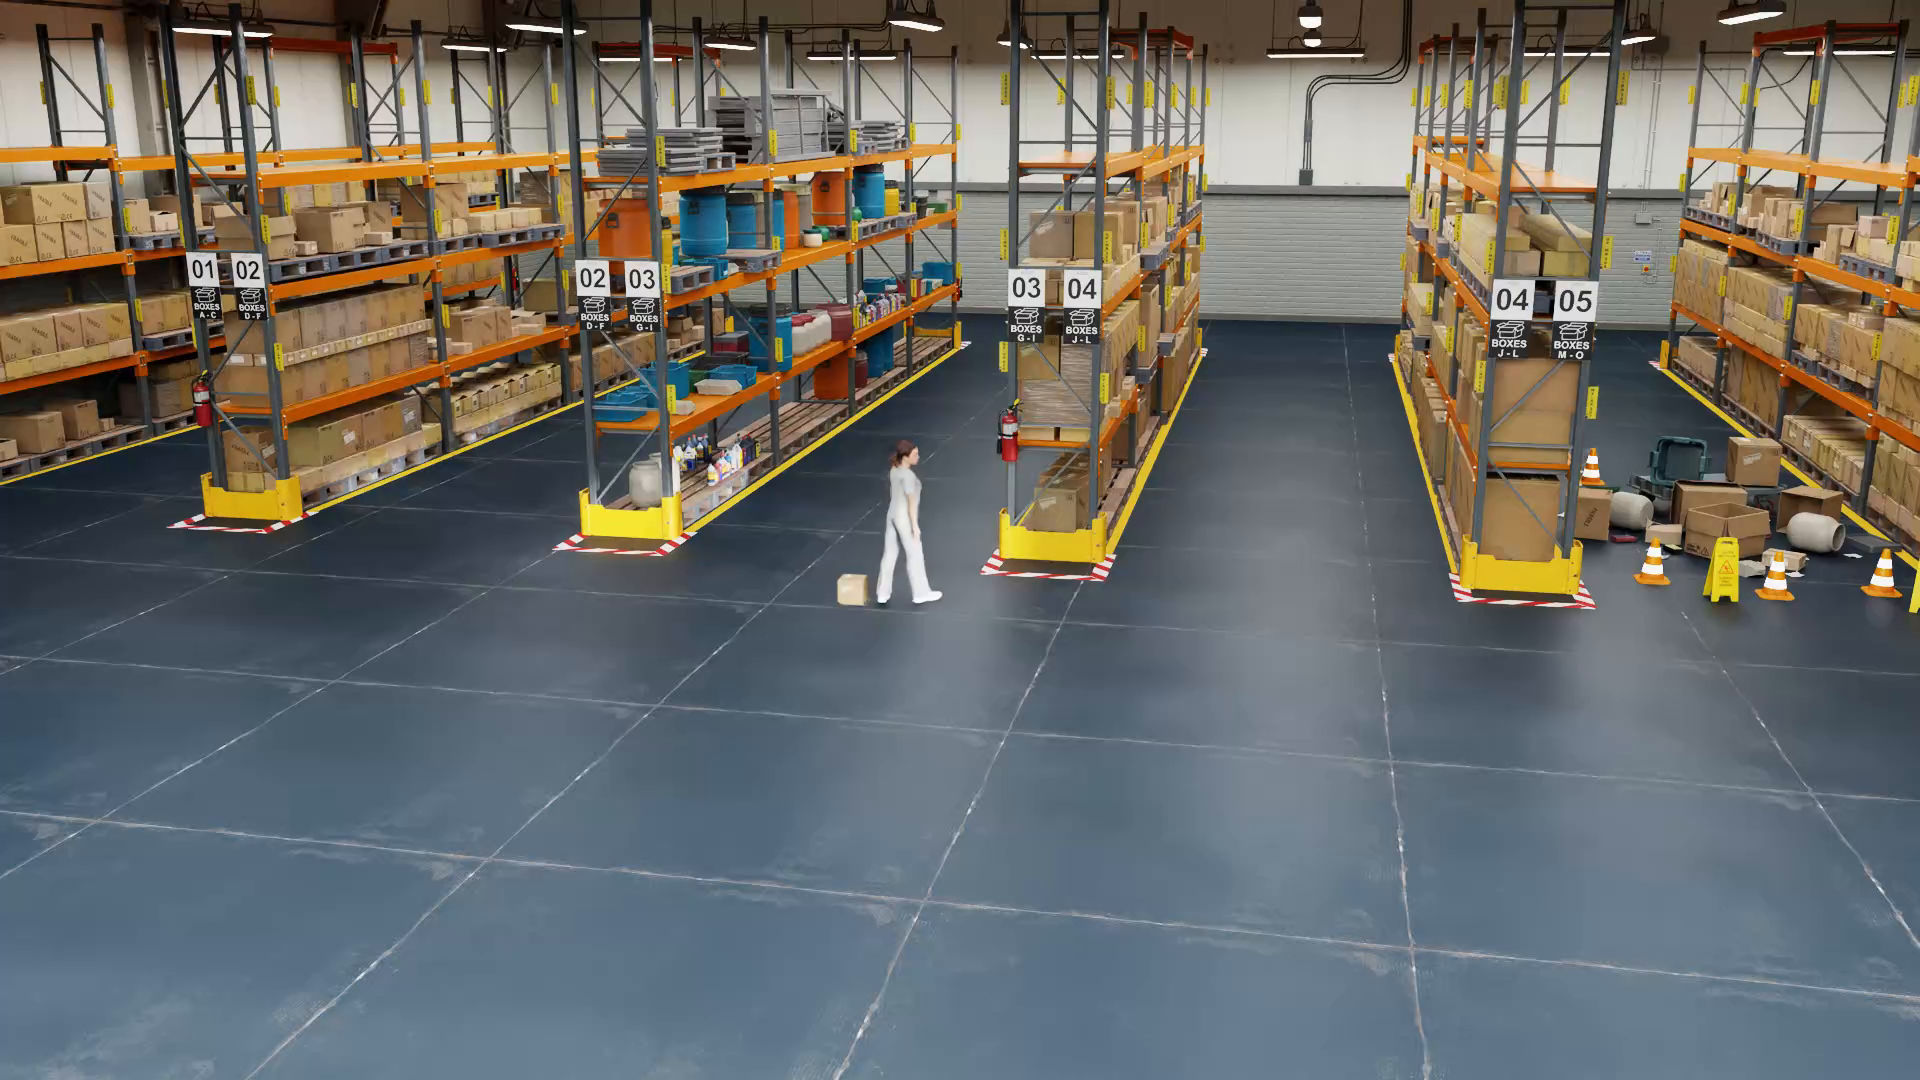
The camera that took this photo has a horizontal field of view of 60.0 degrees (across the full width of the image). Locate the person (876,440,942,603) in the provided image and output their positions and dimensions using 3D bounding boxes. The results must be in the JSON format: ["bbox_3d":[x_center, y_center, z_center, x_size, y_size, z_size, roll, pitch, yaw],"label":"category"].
[{"bbox_3d":[-0.530,-0.186,16.655,0.651,1.661,0.518,-9,17,-31],"label":"person"}]
